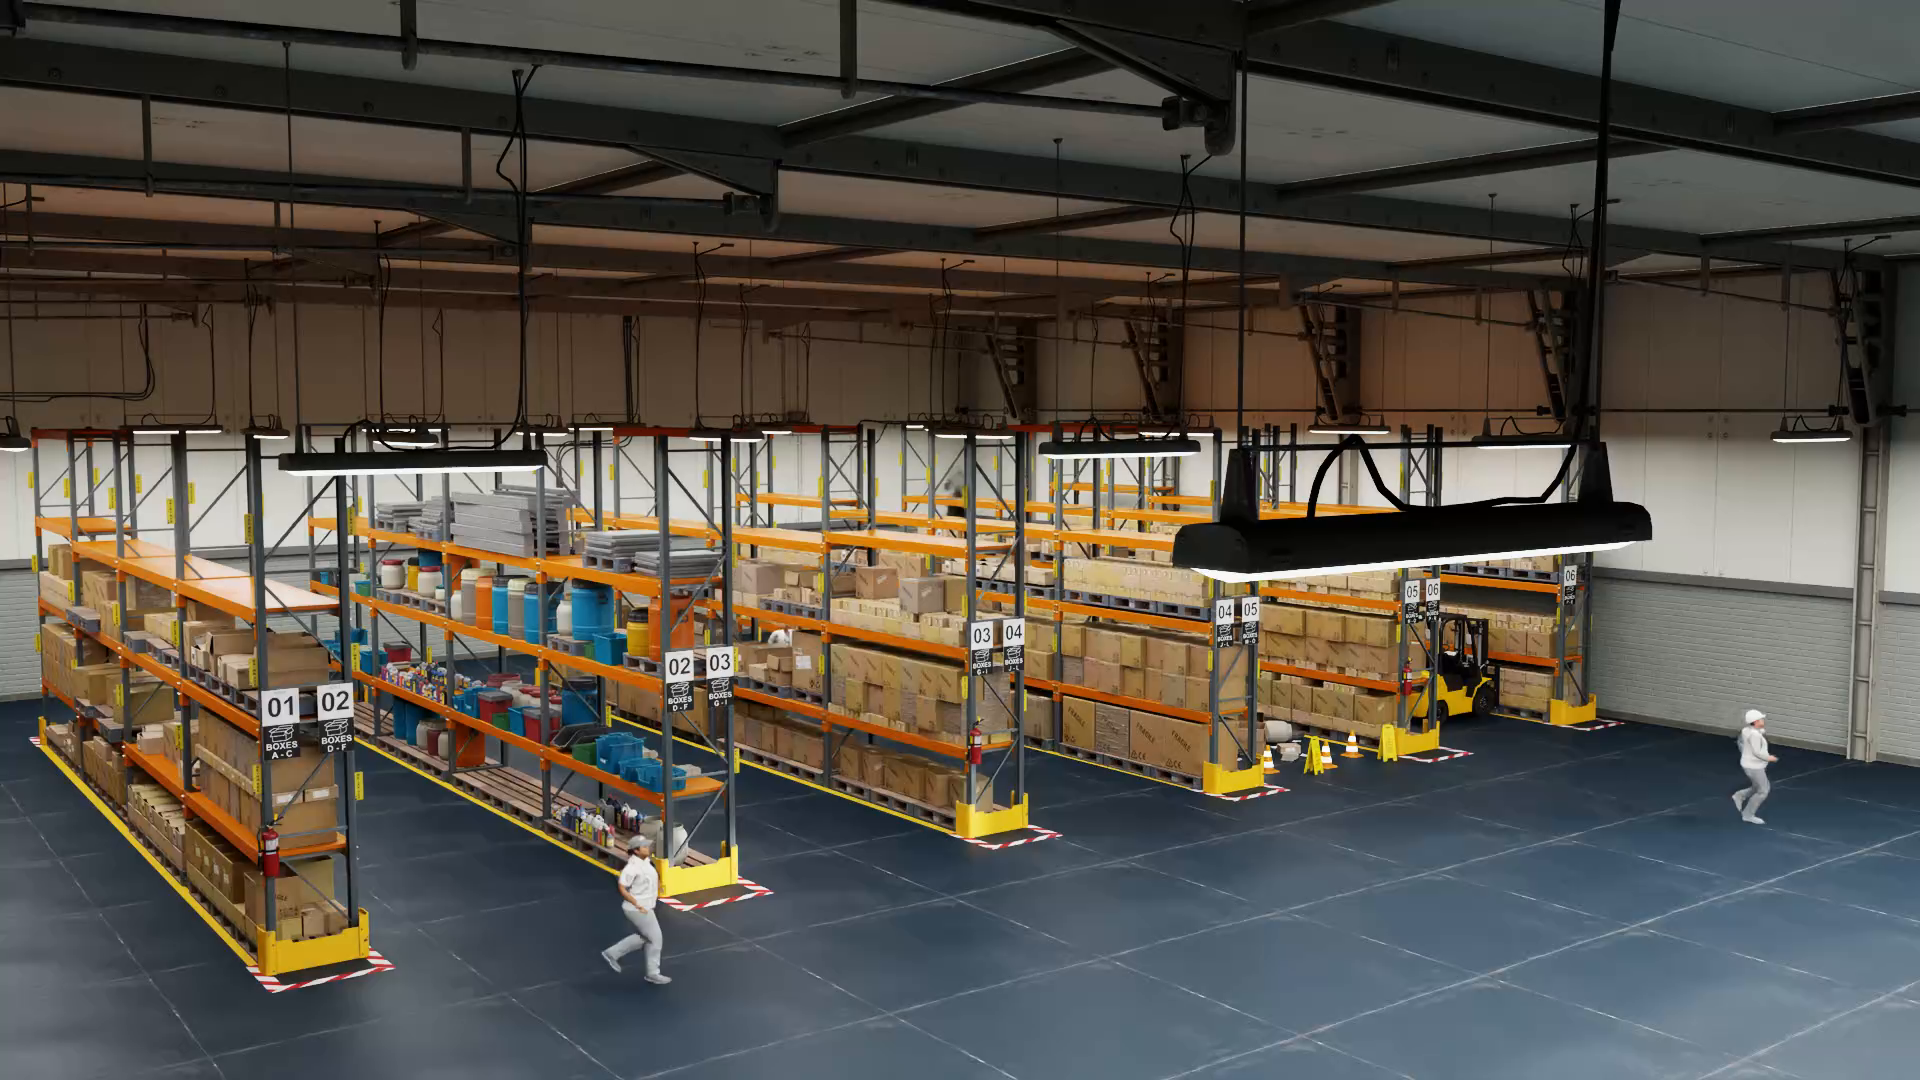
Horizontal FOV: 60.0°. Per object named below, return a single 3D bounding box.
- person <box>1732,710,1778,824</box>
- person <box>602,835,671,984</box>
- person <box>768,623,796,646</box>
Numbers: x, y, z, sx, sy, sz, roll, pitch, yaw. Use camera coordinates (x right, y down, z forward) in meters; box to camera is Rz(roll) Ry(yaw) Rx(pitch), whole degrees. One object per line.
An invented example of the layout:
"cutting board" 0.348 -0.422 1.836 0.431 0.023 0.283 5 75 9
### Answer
"person" 12.198 3.466 25.503 0.591 1.737 0.698 1 5 14
"person" -3.575 4.076 18.380 0.748 1.668 0.601 0 4 -3
"person" -3.775 2.704 36.188 0.688 1.599 0.975 -3 5 -31
